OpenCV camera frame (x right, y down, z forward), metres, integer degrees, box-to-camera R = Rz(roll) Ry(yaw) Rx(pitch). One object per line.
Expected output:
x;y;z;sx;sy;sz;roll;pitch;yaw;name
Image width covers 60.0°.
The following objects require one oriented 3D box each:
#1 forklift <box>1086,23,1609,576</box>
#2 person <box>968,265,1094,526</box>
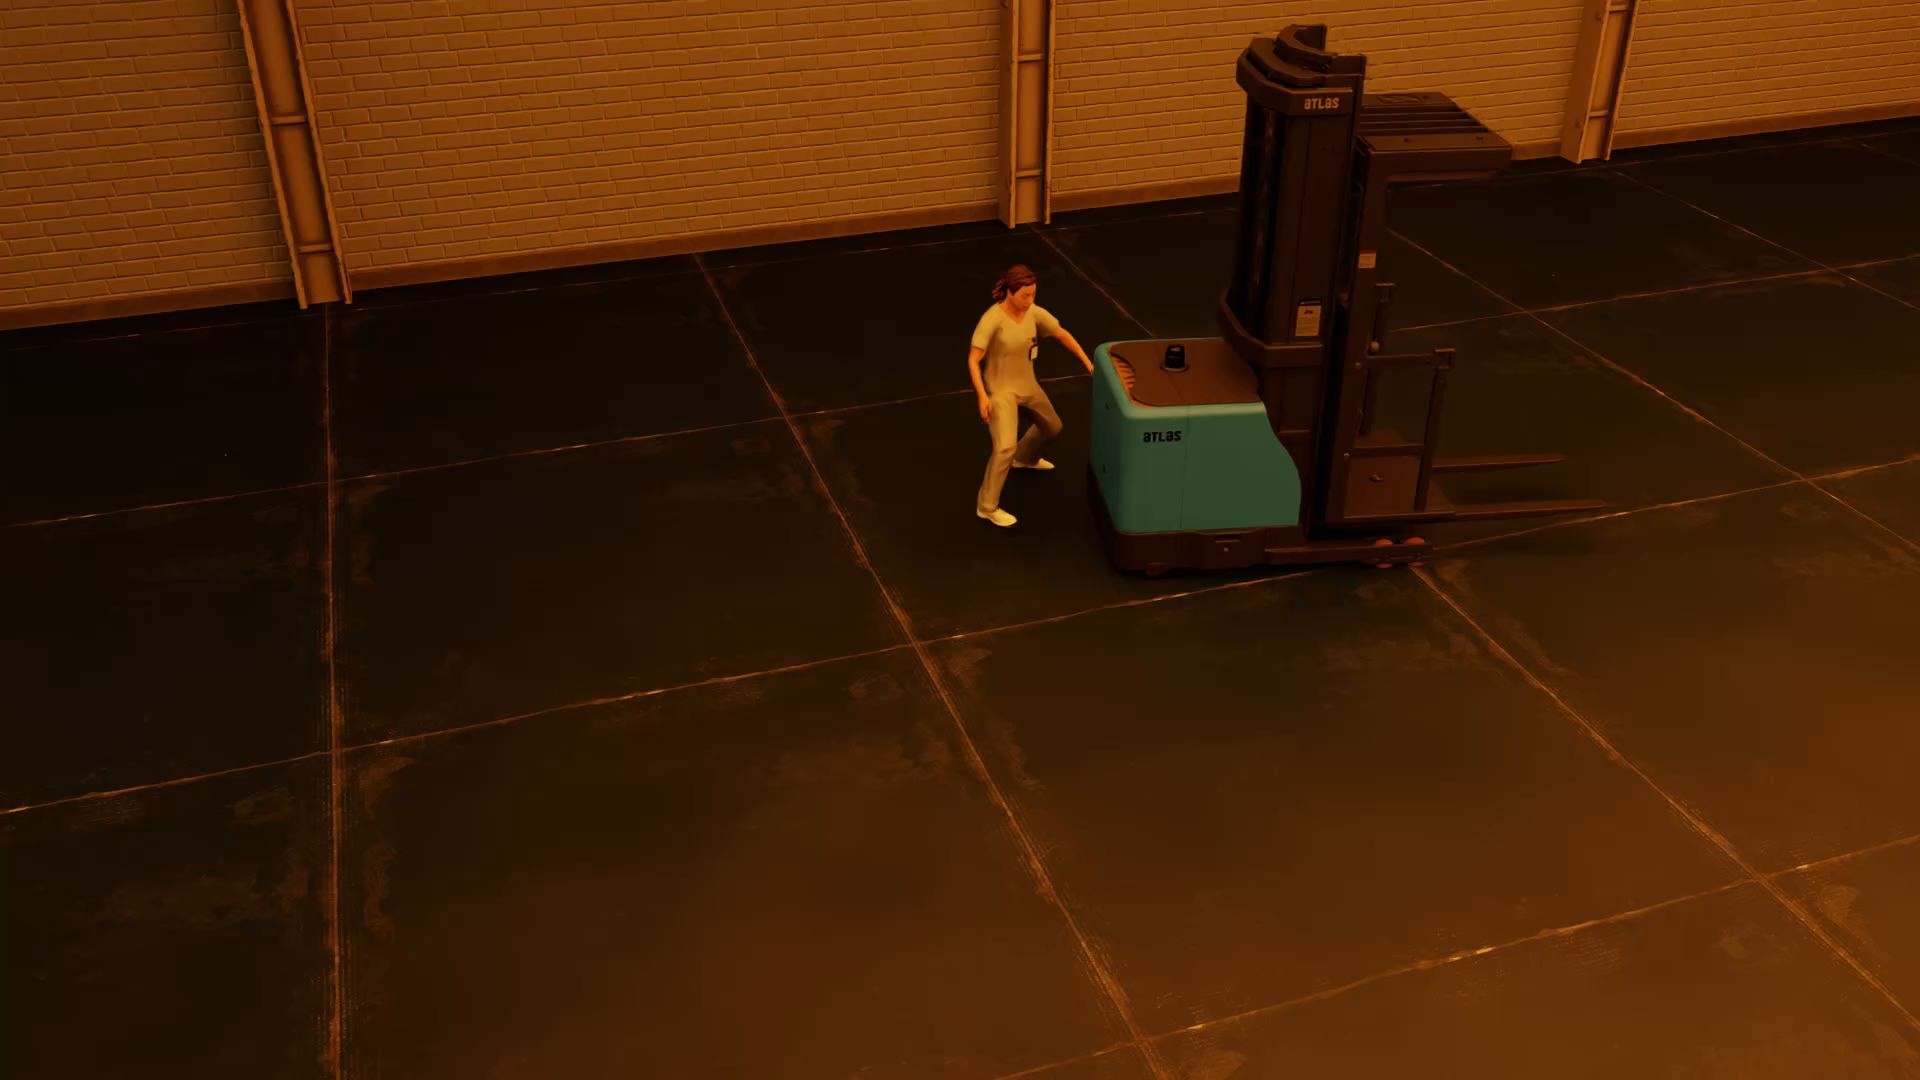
2.338;-1.366;9.462;3.031;2.935;1.130;-3;30;-5;forklift
0.380;-0.920;10.131;0.900;1.554;0.795;-19;35;-29;person
